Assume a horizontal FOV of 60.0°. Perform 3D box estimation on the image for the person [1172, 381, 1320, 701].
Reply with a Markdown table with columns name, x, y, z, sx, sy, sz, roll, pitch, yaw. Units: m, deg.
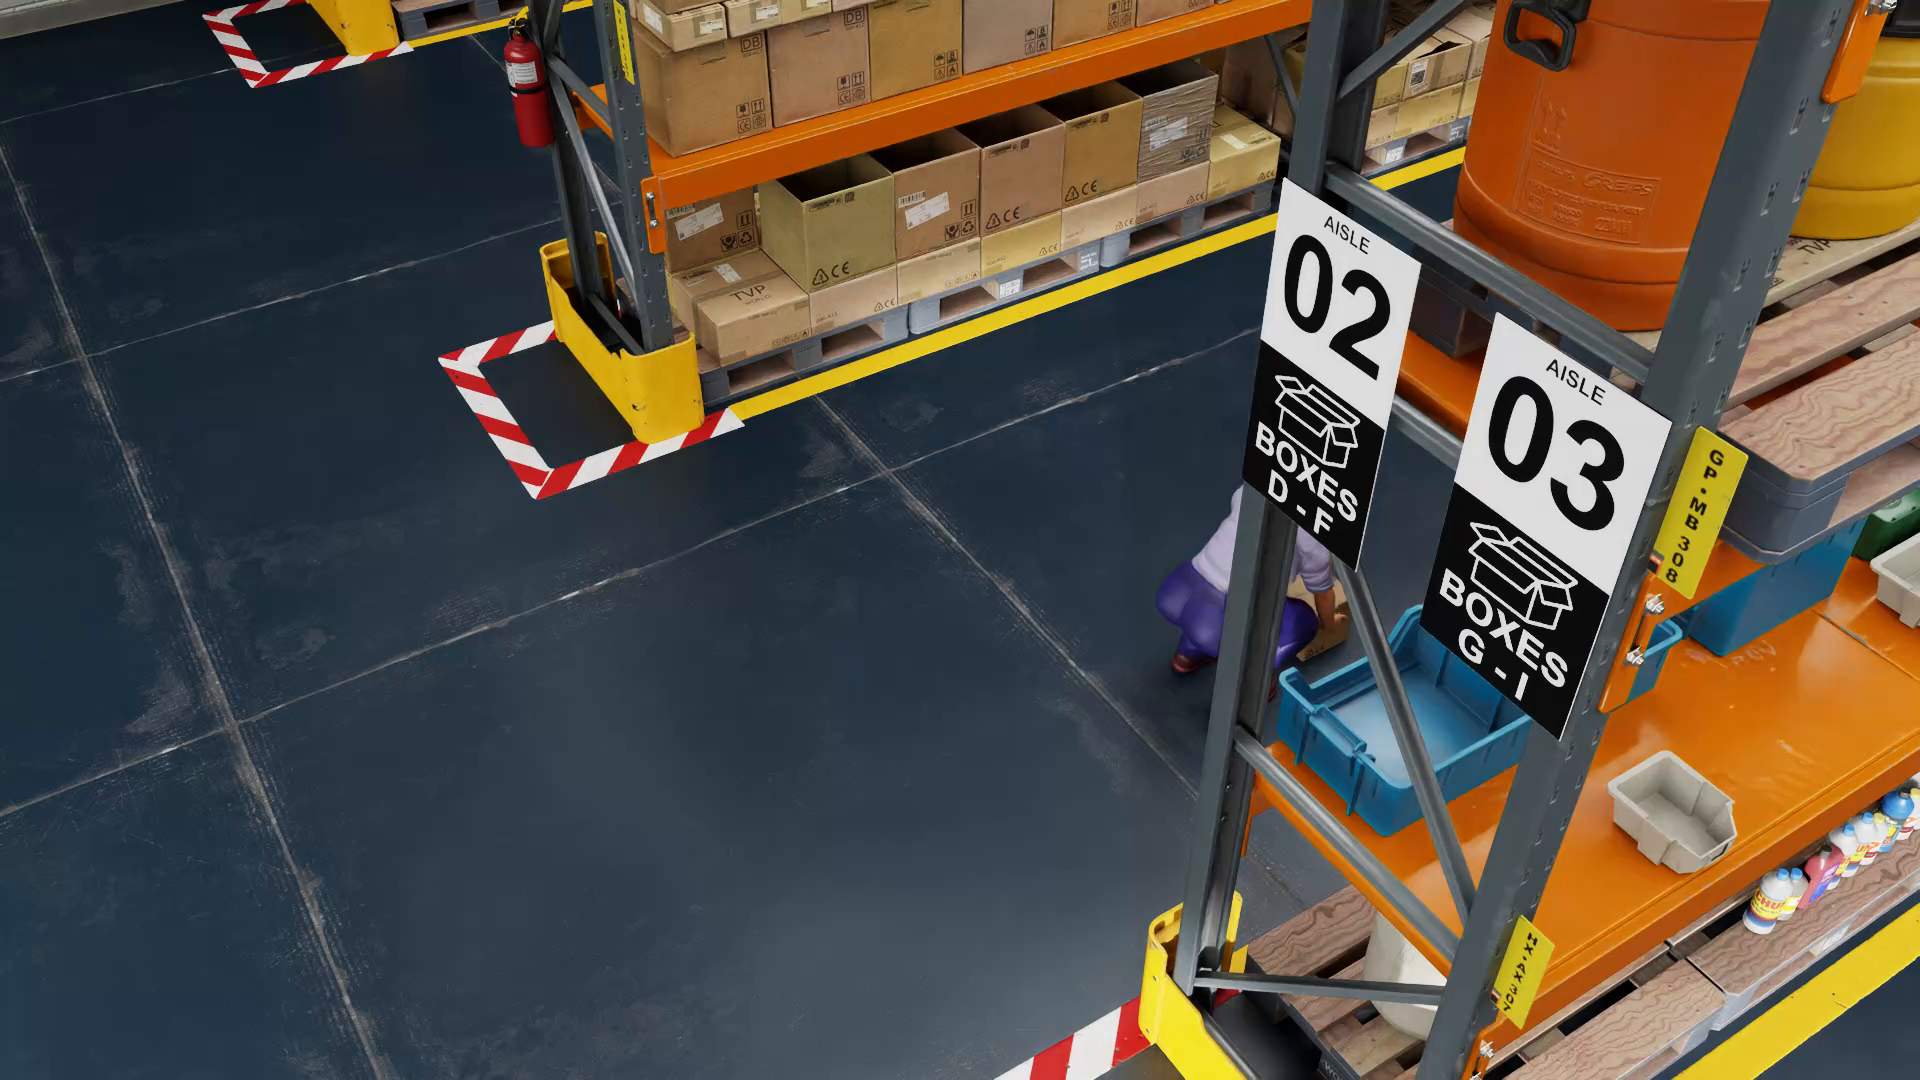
| name | x | y | z | sx | sy | sz | roll | pitch | yaw |
| --- | --- | --- | --- | --- | --- | --- | --- | --- | --- |
| person | 1.121 | -0.066 | 6.283 | 0.566 | 1.608 | 0.438 | -23 | 46 | -25 |
